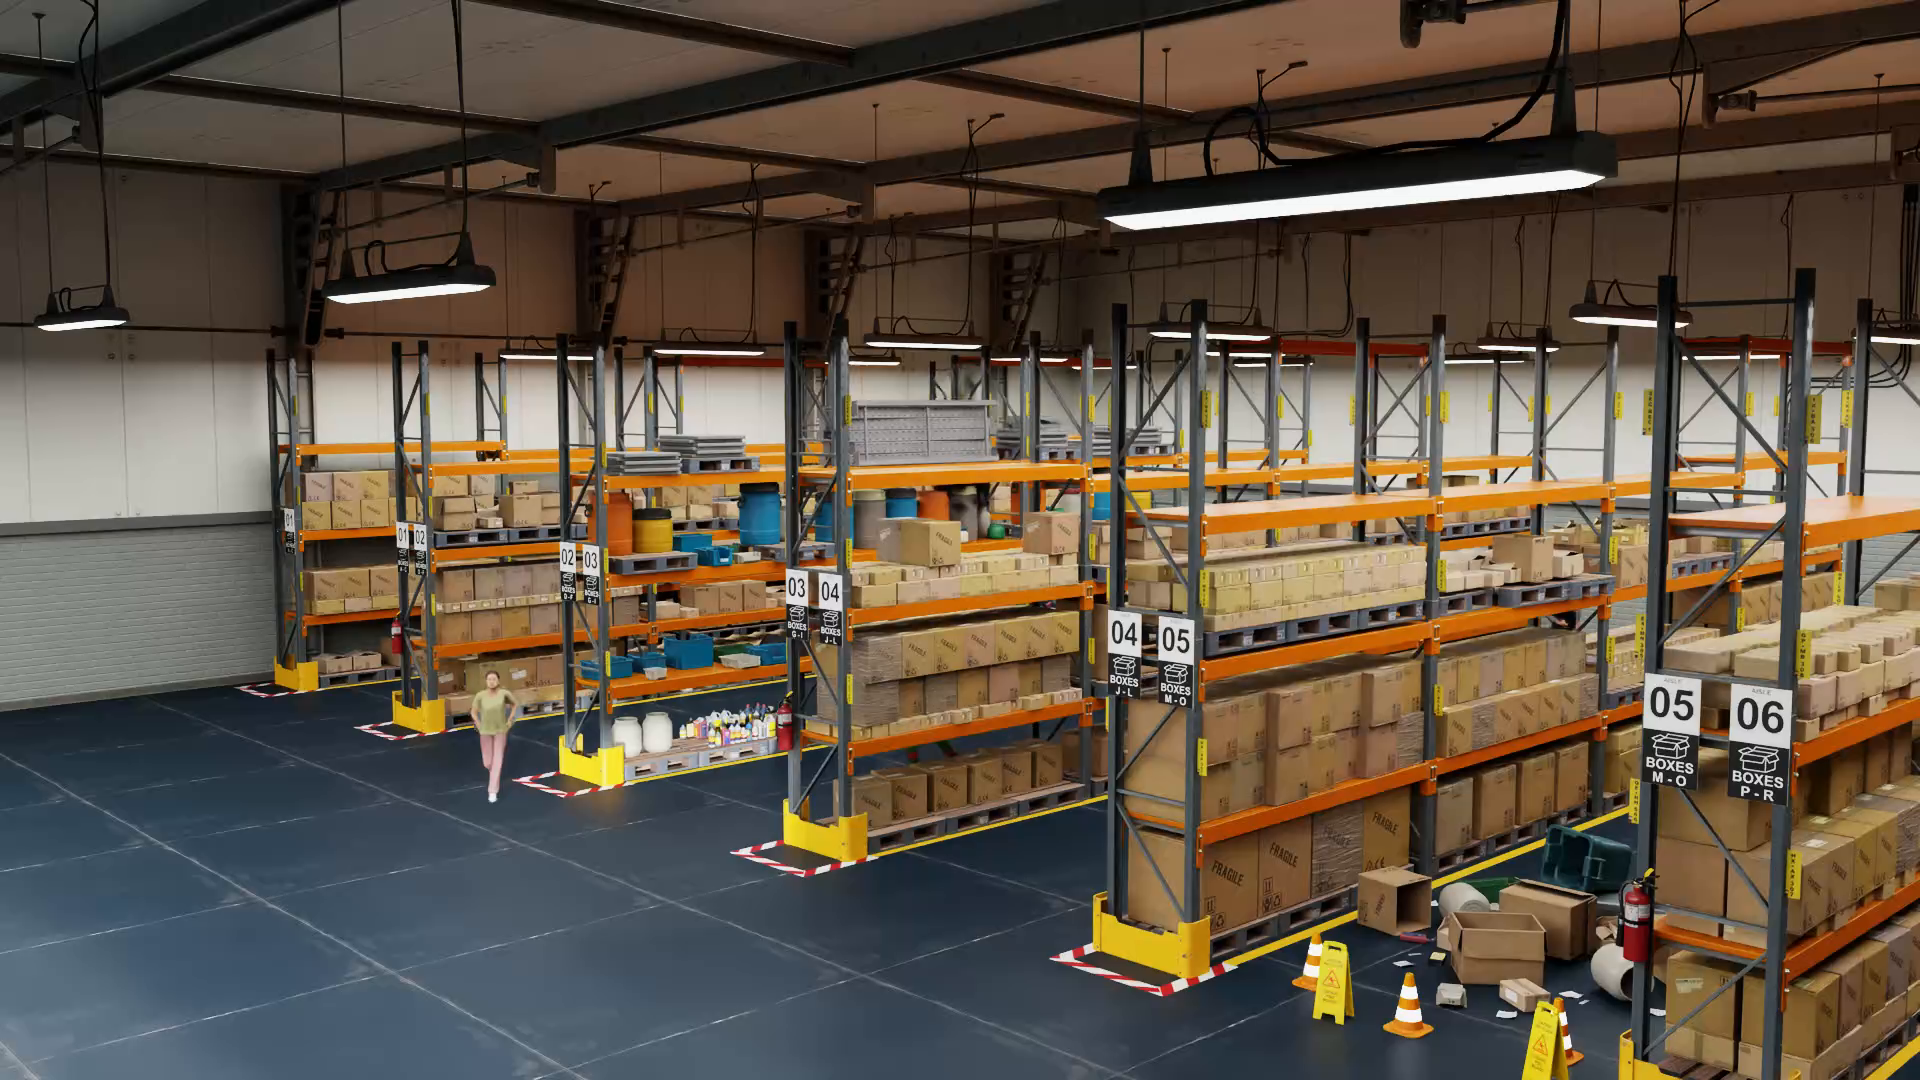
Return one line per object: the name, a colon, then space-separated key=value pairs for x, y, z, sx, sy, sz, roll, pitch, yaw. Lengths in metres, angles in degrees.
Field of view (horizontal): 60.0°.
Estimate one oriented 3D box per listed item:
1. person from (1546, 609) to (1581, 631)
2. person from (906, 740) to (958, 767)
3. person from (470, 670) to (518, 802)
person: x=11.203 y=1.682 z=30.827 sx=0.693 sy=1.677 sz=0.679 roll=0 pitch=5 yaw=-2
person: x=-0.370 y=2.376 z=22.111 sx=0.653 sy=1.794 sz=0.964 roll=4 pitch=7 yaw=41
person: x=-6.027 y=2.503 z=21.533 sx=0.589 sy=1.667 sz=0.797 roll=-1 pitch=5 yaw=-11
